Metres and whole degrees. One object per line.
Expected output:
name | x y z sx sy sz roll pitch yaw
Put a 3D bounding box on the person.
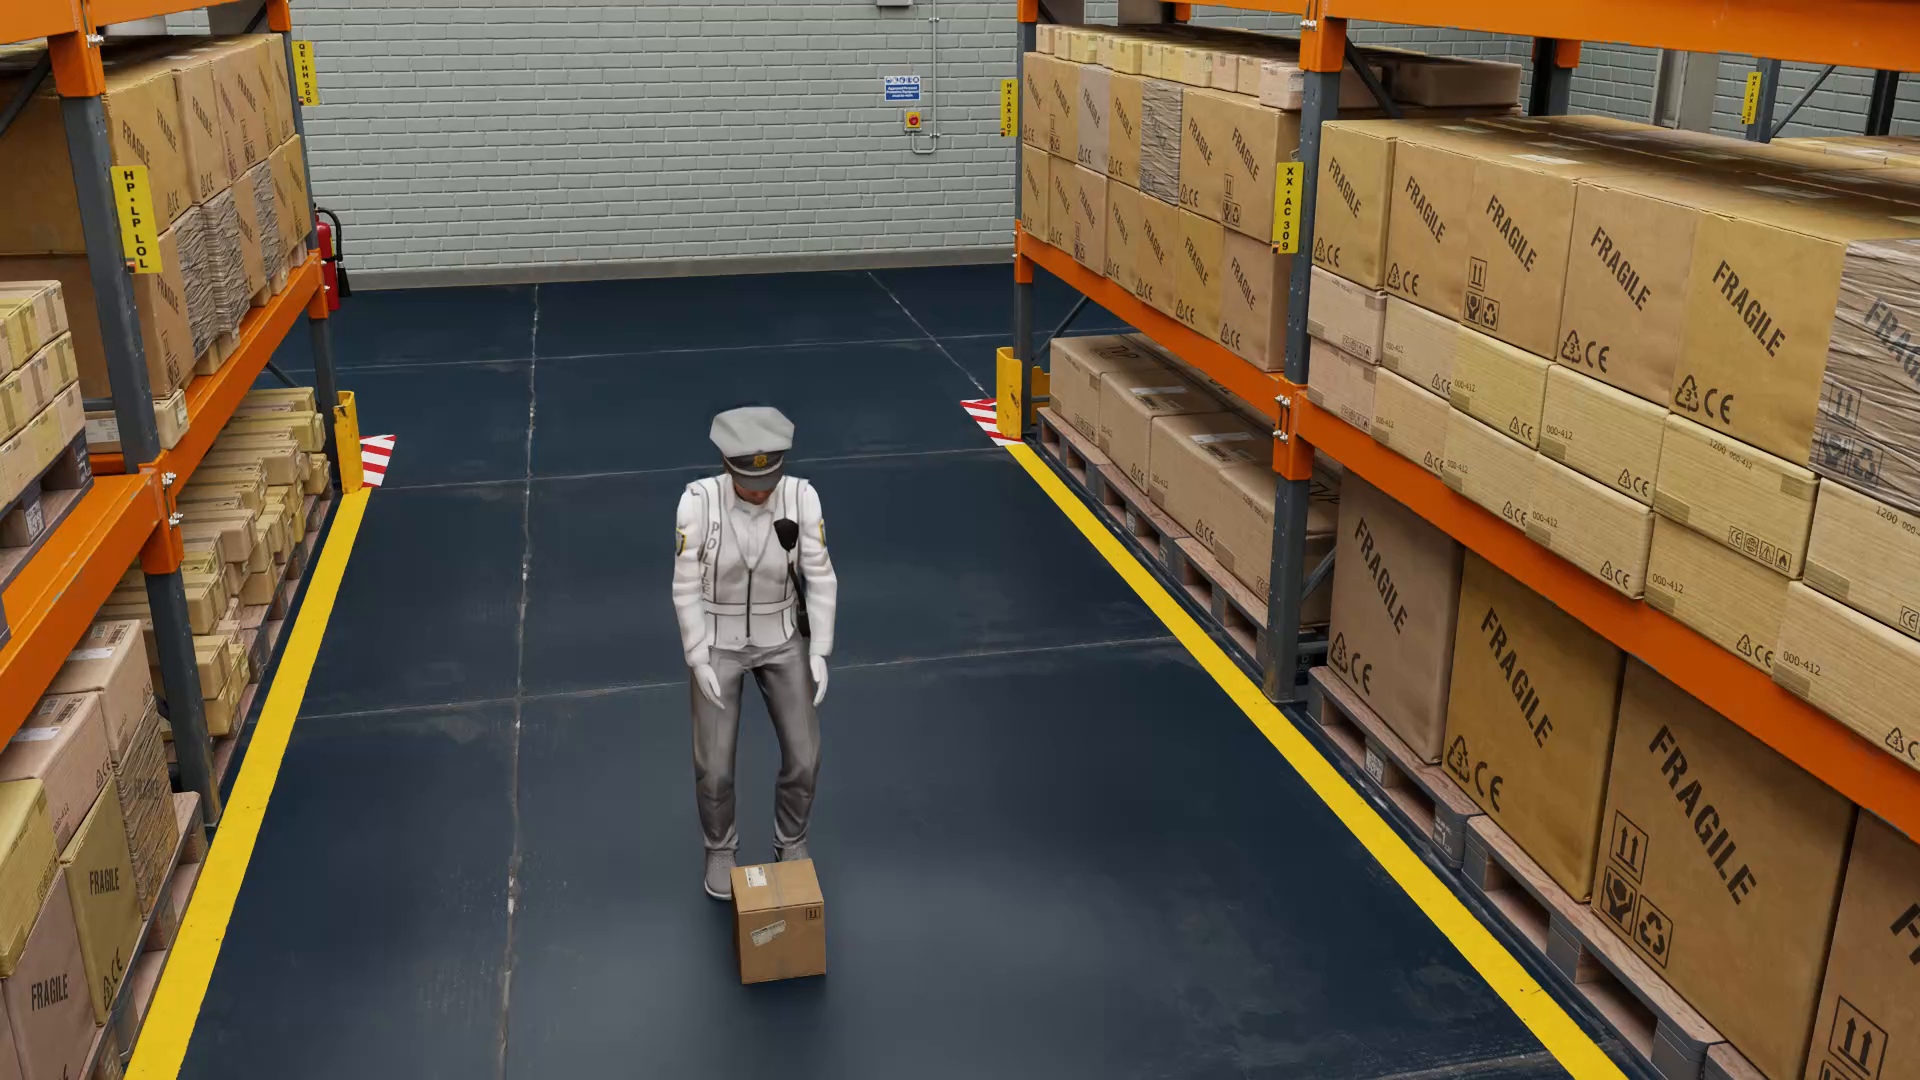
person | -0.628 0.358 5.182 0.508 1.604 0.485 -4 20 -11
